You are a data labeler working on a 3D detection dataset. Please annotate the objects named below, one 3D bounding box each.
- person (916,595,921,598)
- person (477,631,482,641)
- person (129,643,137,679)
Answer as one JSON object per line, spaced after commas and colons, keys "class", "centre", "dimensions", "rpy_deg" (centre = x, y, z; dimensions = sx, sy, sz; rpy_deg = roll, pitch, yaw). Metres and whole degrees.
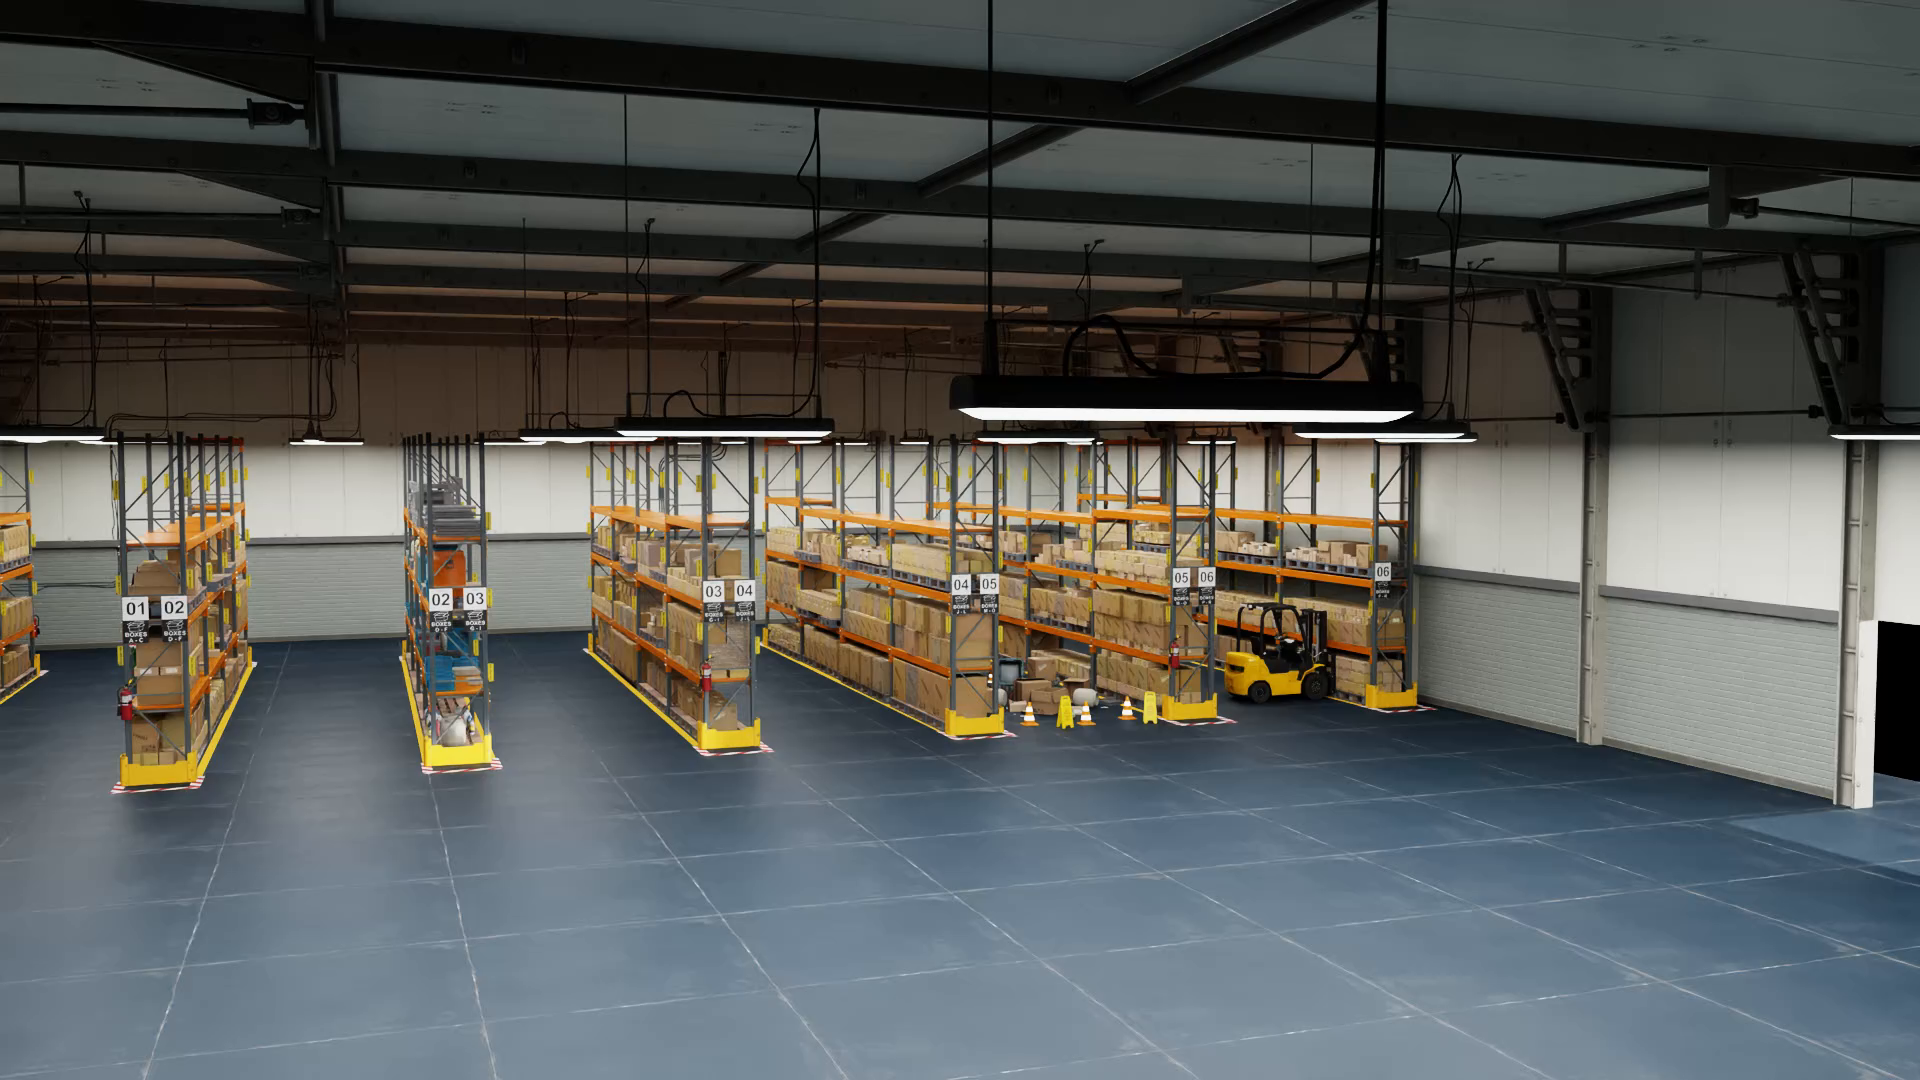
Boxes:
{"class": "person", "centre": [-1.084, 2.371, 44.557], "dimensions": [0.591, 1.808, 0.543], "rpy_deg": [-2, 4, -33]}
{"class": "person", "centre": [-14.371, 2.127, 49.218], "dimensions": [0.789, 1.697, 0.548], "rpy_deg": [1, 3, 18]}
{"class": "person", "centre": [-19.870, 2.568, 40.279], "dimensions": [0.576, 1.724, 0.538], "rpy_deg": [0, 3, -8]}
